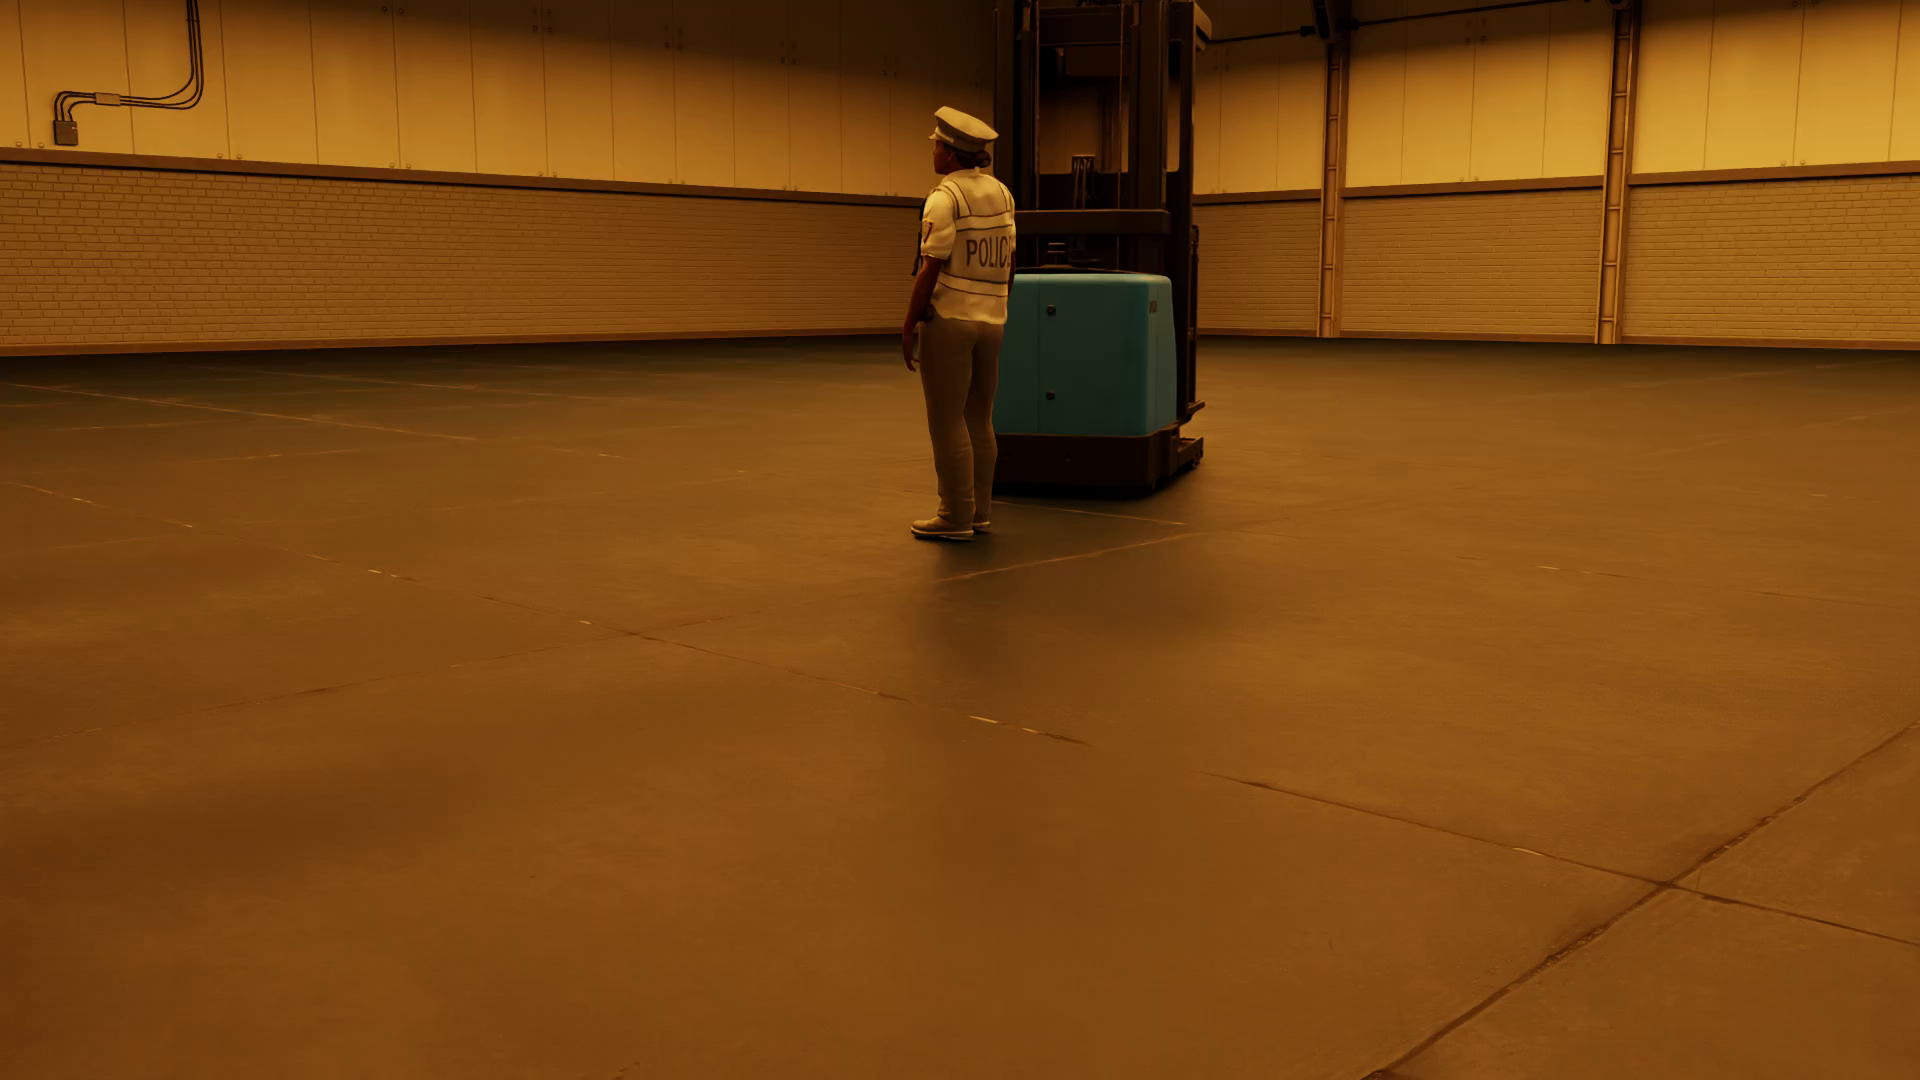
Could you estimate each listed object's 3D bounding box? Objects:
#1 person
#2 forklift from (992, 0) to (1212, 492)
[{"bbox_3d":[-0.040,-0.855,6.655,0.530,1.695,0.570,8,12,43],"label":"person"},{"bbox_3d":[0.782,-1.864,9.254,1.130,2.935,3.031,2,9,16],"label":"forklift"}]
